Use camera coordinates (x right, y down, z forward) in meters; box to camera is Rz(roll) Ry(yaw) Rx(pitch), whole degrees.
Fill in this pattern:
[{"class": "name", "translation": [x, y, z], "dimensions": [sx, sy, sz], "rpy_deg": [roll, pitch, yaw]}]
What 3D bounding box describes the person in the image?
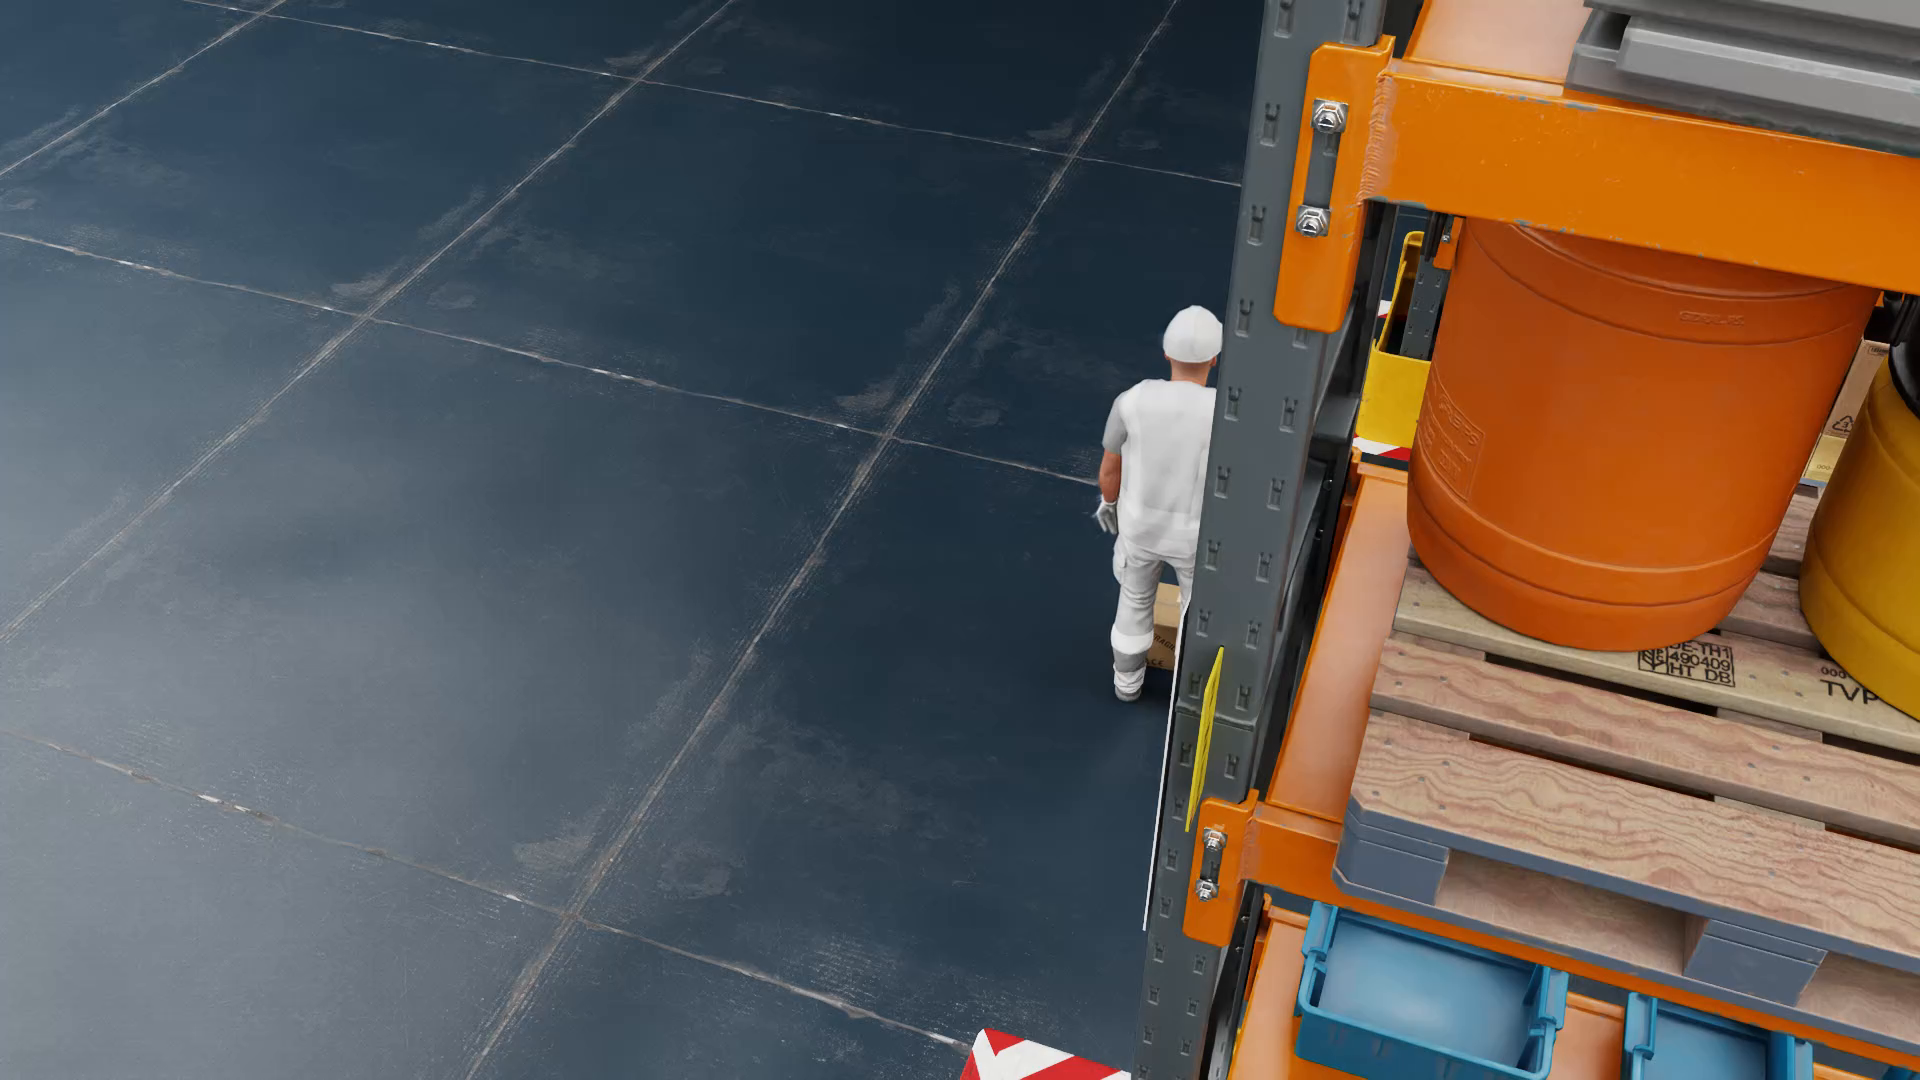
[{"class": "person", "translation": [0.807, -0.070, 6.227], "dimensions": [0.609, 1.780, 0.448], "rpy_deg": [14, 43, 15]}]
